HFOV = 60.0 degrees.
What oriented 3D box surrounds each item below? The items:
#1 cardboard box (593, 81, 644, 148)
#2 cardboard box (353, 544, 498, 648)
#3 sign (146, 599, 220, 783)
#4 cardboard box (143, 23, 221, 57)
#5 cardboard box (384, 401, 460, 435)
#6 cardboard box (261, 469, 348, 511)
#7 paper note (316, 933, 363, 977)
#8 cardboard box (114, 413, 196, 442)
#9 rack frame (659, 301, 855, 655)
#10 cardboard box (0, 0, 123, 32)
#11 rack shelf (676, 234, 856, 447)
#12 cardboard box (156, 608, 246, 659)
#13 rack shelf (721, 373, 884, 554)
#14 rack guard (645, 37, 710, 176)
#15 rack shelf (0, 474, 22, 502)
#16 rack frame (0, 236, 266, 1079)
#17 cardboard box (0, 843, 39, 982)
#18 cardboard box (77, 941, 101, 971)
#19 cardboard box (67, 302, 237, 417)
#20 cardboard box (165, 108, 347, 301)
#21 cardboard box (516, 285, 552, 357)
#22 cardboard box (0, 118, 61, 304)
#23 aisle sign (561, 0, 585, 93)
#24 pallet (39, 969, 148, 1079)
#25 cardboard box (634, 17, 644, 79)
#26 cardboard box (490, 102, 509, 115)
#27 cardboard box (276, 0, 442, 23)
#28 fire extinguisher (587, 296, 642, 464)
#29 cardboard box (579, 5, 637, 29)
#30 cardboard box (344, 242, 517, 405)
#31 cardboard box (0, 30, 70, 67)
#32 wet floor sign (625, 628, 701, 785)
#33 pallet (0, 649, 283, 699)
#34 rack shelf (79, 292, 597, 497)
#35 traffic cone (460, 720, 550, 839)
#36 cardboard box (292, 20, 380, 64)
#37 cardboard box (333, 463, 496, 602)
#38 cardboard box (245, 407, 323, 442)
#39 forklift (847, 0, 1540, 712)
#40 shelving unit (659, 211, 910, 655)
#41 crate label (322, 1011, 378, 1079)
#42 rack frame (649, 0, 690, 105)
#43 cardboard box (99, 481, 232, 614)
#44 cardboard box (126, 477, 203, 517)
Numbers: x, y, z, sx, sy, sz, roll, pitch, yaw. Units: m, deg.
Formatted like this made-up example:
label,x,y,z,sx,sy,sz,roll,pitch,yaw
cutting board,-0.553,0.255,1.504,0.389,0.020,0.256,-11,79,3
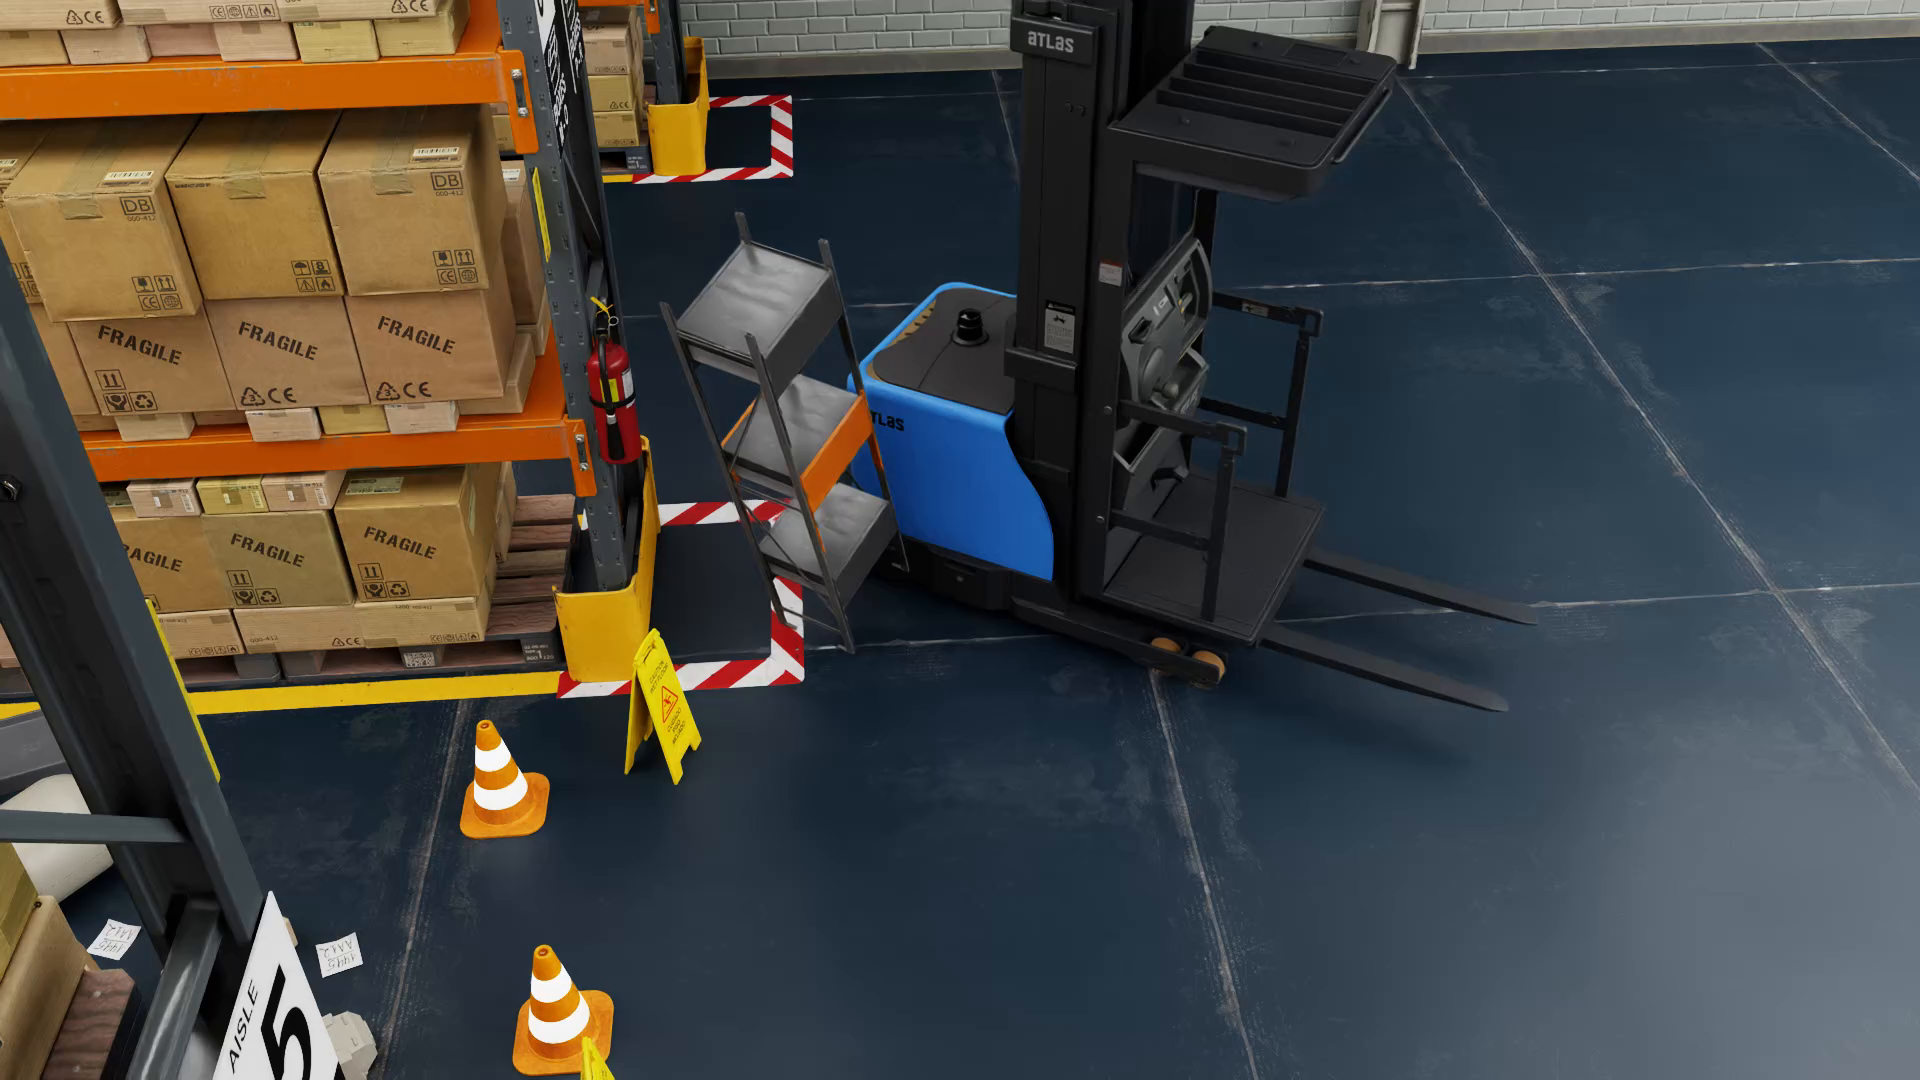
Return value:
label,x,y,z,sx,sy,sz,roll,pitch,yaw
cardboard box,-2.403,-2.849,11.142,0.500,0.250,0.500,-3,38,-4
cardboard box,-2.324,0.204,7.273,0.500,0.250,0.500,-3,38,-4
sign,-1.023,0.232,2.166,0.005,0.325,0.100,-3,38,-4
cardboard box,-2.621,-1.809,5.724,0.250,0.149,0.380,-3,38,-4
cardboard box,-2.115,-0.589,6.600,0.250,0.149,0.380,-4,38,-5
cardboard box,-2.654,-0.290,6.770,0.250,0.149,0.380,-2,38,-3
paper note,-2.284,1.523,6.117,0.142,0.019,0.148,-16,41,-19
cardboard box,-3.141,-0.558,6.560,0.250,0.149,0.380,-4,38,-4
rack frame,-0.764,-0.165,6.640,0.400,2.100,0.015,21,60,21
cardboard box,-3.022,-1.905,5.524,0.500,0.250,0.500,-2,38,-3
rack shelf,-0.725,-0.742,6.197,0.431,0.518,0.480,21,60,21
cardboard box,-3.338,0.258,7.204,0.500,0.250,0.500,-4,38,-6
rack shelf,-0.645,-0.339,6.764,0.431,0.518,0.480,21,60,21
rack guard,-1.939,-3.005,11.477,0.348,0.500,1.175,-3,38,-4
rack shelf,-2.972,0.320,1.305,4.000,0.370,1.077,-3,38,-4
rack frame,-0.980,-0.229,1.097,0.127,3.000,1.000,-3,38,-4
cardboard box,-1.483,0.555,1.987,0.500,0.250,0.500,-3,38,-4
cardboard box,-3.044,1.716,5.491,0.797,0.503,0.637,32,48,34
cardboard box,-3.033,-0.829,6.380,0.500,0.500,0.500,-3,38,-4
cardboard box,-2.513,-1.285,6.151,0.500,0.500,0.700,-3,38,-4
cardboard box,-1.876,-0.933,7.035,0.250,0.149,0.380,-3,38,-4
cardboard box,-3.521,-1.252,6.109,0.500,0.500,0.700,-3,38,-4
aisle sign,-1.485,-2.138,6.261,0.004,0.787,0.394,-3,38,-4
pallet,-1.718,1.031,1.994,1.213,0.211,1.003,-3,38,-4
cardboard box,-2.449,-3.369,11.397,0.500,0.250,0.500,-2,38,-3
cardboard box,-2.920,-3.026,10.963,0.500,0.250,0.500,-3,38,-4
cardboard box,-2.005,-1.964,5.598,0.500,0.250,0.500,-4,38,-5
fire extinguisher,-1.364,-0.614,6.491,0.183,0.674,0.296,-3,38,-4
cardboard box,-2.458,-3.553,11.227,0.500,0.250,0.500,-4,38,-5
cardboard box,-2.035,-0.879,6.443,0.500,0.500,0.500,-4,38,-5
cardboard box,-3.128,-1.756,5.657,0.250,0.149,0.380,-4,38,-5
wet floor sign,-1.235,0.652,6.725,0.232,0.644,0.267,9,39,12
pallet,-3.620,0.264,7.567,1.213,0.211,1.003,-3,38,-4
rack shelf,-3.511,-0.530,6.903,4.000,0.370,1.077,-3,38,-4
traffic cone,-1.833,0.893,6.567,0.334,0.463,0.336,-3,38,-4
cardboard box,-2.095,-1.775,5.682,0.250,0.149,0.380,-3,38,-4
cardboard box,-2.294,-0.097,7.049,0.500,0.500,0.500,-3,38,-4
cardboard box,-2.626,-0.555,6.557,0.250,0.149,0.380,-3,38,-3
forklift,1.040,-0.879,6.819,3.031,2.935,1.130,17,41,21
shelving unit,-0.646,-0.346,6.753,0.431,2.100,0.503,21,60,21
crate label,-2.174,1.769,5.720,0.298,0.136,0.250,-24,44,-27
rack frame,-1.963,-3.985,10.701,0.127,3.000,1.000,-3,38,-4
cardboard box,-3.317,-0.043,6.981,0.500,0.500,0.500,-4,38,-5
cardboard box,-3.167,-0.265,6.738,0.250,0.149,0.380,-2,38,-2
